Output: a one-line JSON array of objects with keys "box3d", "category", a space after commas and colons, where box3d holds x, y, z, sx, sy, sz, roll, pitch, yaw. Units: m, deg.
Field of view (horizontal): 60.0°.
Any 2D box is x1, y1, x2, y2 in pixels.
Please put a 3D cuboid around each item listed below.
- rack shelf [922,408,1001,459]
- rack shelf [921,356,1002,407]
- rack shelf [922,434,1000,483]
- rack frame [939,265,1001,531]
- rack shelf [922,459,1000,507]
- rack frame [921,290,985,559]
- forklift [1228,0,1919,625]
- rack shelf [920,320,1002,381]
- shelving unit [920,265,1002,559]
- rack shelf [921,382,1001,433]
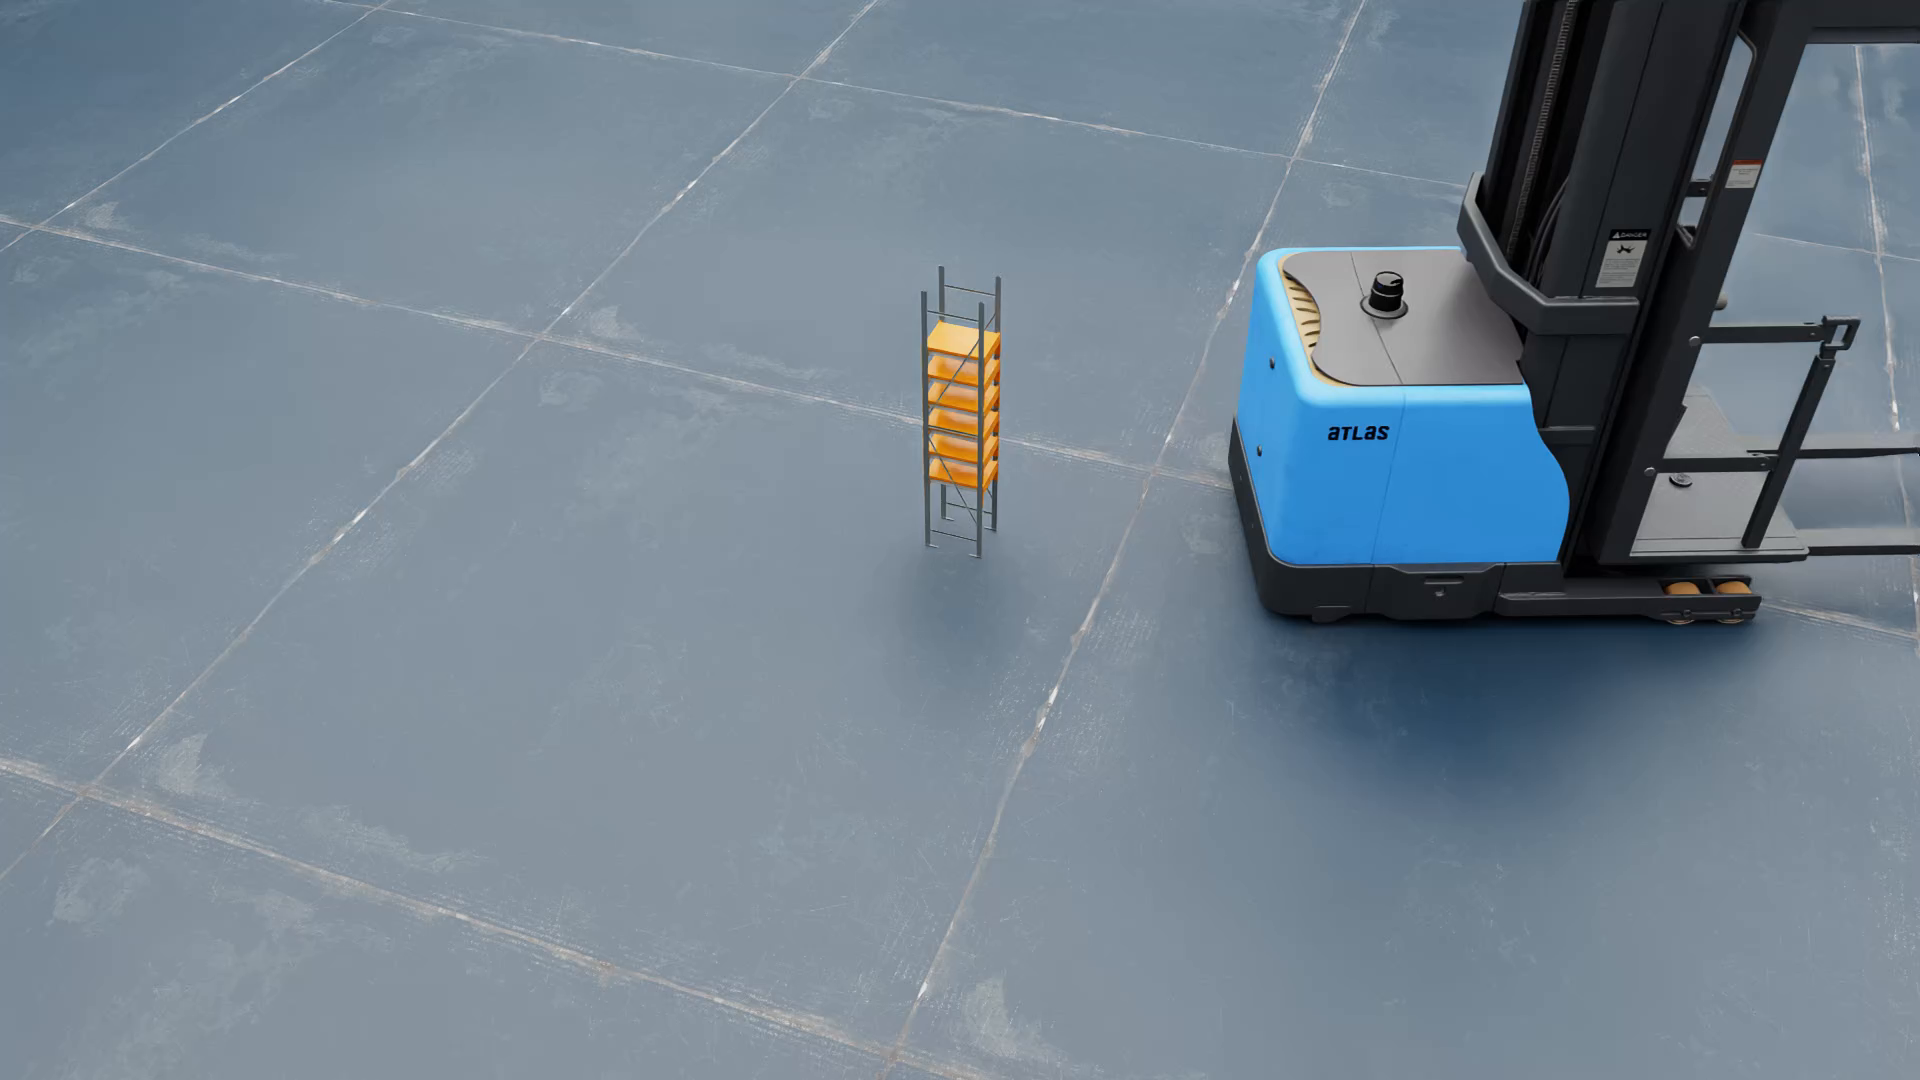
[{"box3d": [0.005, -0.431, 6.400, 0.258, 0.103, 0.180, 13, 42, 15], "category": "rack shelf"}, {"box3d": [0.005, -0.614, 6.244, 0.258, 0.103, 0.180, 13, 42, 15], "category": "rack shelf"}, {"box3d": [0.005, -0.340, 6.478, 0.258, 0.103, 0.180, 13, 42, 15], "category": "rack shelf"}, {"box3d": [0.036, -0.521, 6.436, 0.240, 1.200, 0.006, 13, 42, 15], "category": "rack frame"}, {"box3d": [0.005, -0.249, 6.556, 0.258, 0.103, 0.180, 13, 42, 15], "category": "rack shelf"}, {"box3d": [-0.026, -0.409, 6.306, 0.240, 1.200, 0.006, 13, 42, 15], "category": "rack frame"}, {"box3d": [2.655, -1.137, 5.825, 3.031, 2.935, 1.130, -1, 40, -1], "category": "forklift"}, {"box3d": [0.005, -0.705, 6.166, 0.258, 0.103, 0.180, 13, 42, 15], "category": "rack shelf"}, {"box3d": [0.005, -0.465, 6.371, 0.258, 1.200, 0.189, 13, 42, 15], "category": "shelving unit"}, {"box3d": [0.005, -0.523, 6.322, 0.258, 0.103, 0.180, 13, 42, 15], "category": "rack shelf"}]
